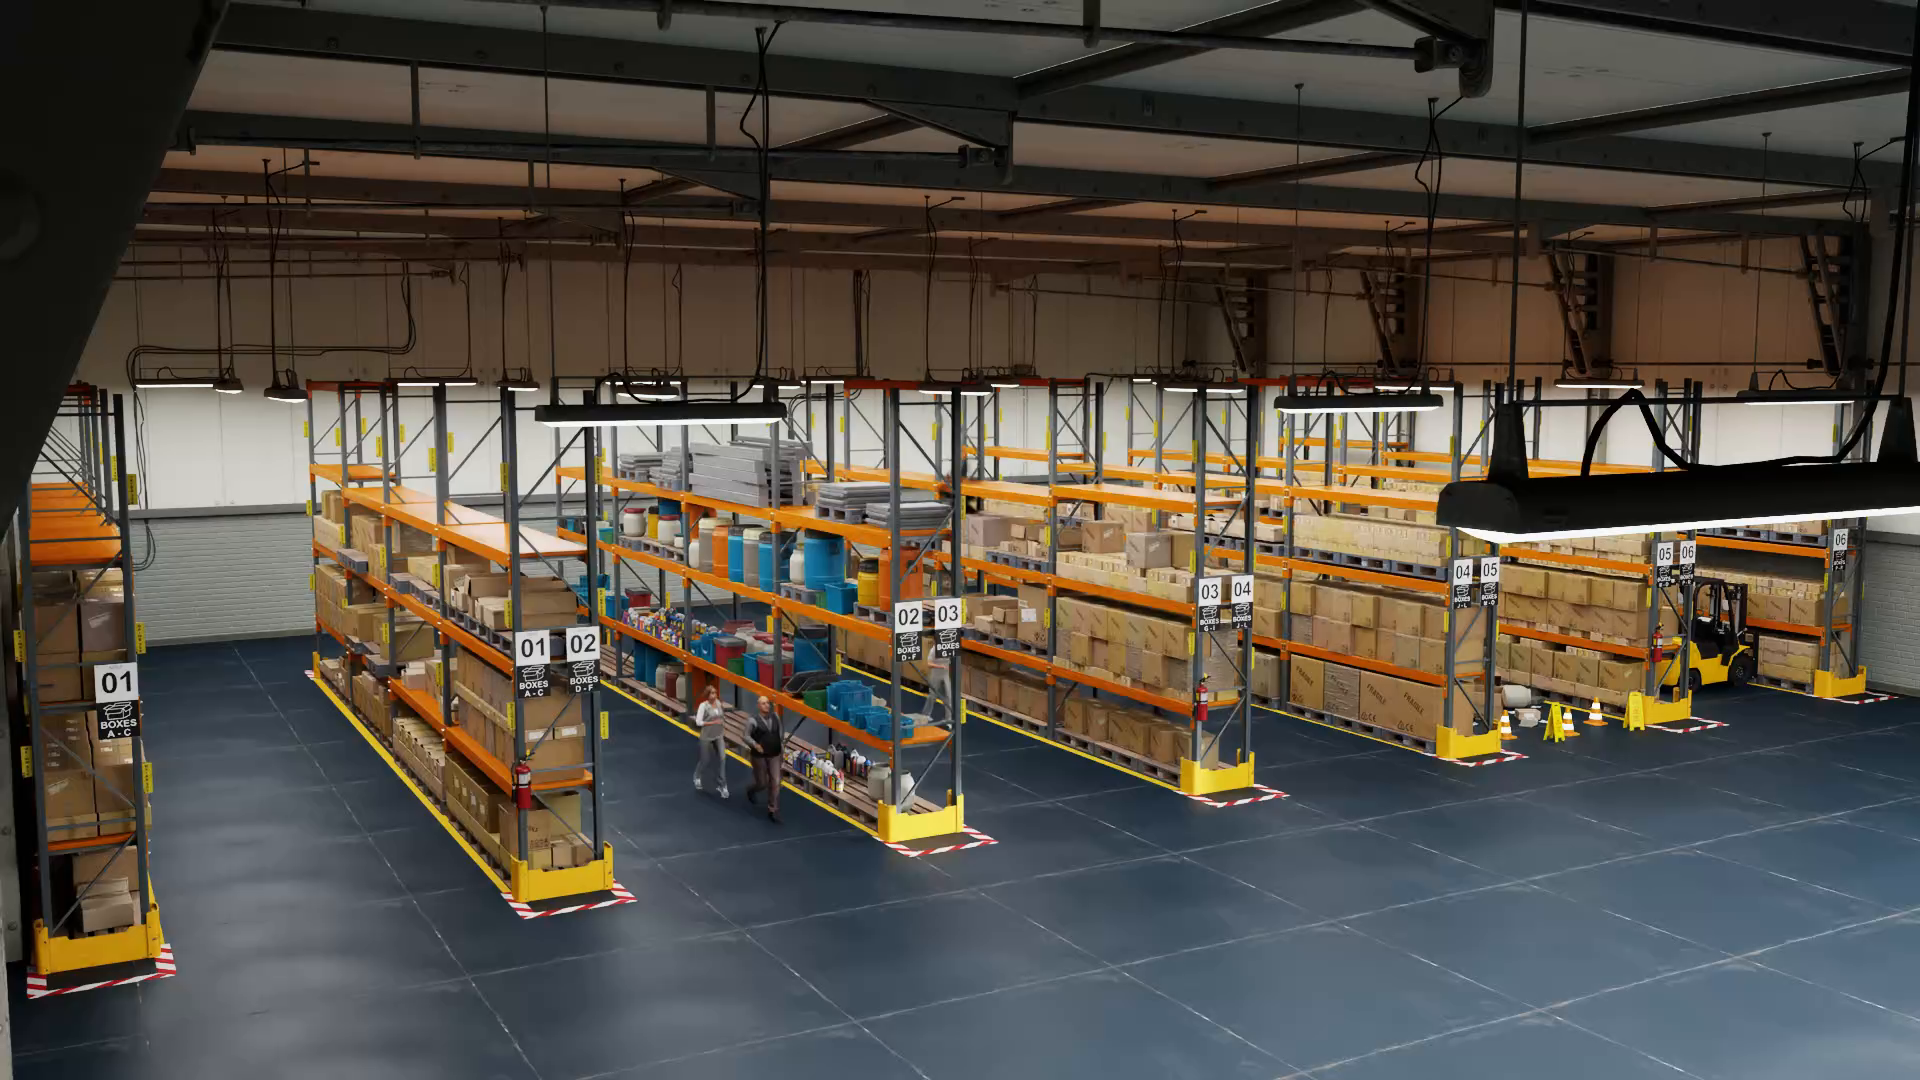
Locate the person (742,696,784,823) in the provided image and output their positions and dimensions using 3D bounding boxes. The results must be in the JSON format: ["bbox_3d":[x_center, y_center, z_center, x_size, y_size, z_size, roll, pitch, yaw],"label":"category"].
[{"bbox_3d":[-2.729,3.027,23.242,0.662,1.719,0.864,-3,7,-29],"label":"person"}]

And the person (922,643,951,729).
[{"bbox_3d":[-0.375,2.417,28.954,0.518,1.695,0.887,-3,7,-29],"label":"person"}]

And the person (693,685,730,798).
[{"bbox_3d":[-3.668,2.929,24.396,0.565,1.631,0.778,-5,8,-41],"label":"person"}]

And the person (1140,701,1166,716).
[{"bbox_3d":[3.520,2.359,30.034,0.614,1.609,0.575,-5,8,-37],"label":"person"}]
